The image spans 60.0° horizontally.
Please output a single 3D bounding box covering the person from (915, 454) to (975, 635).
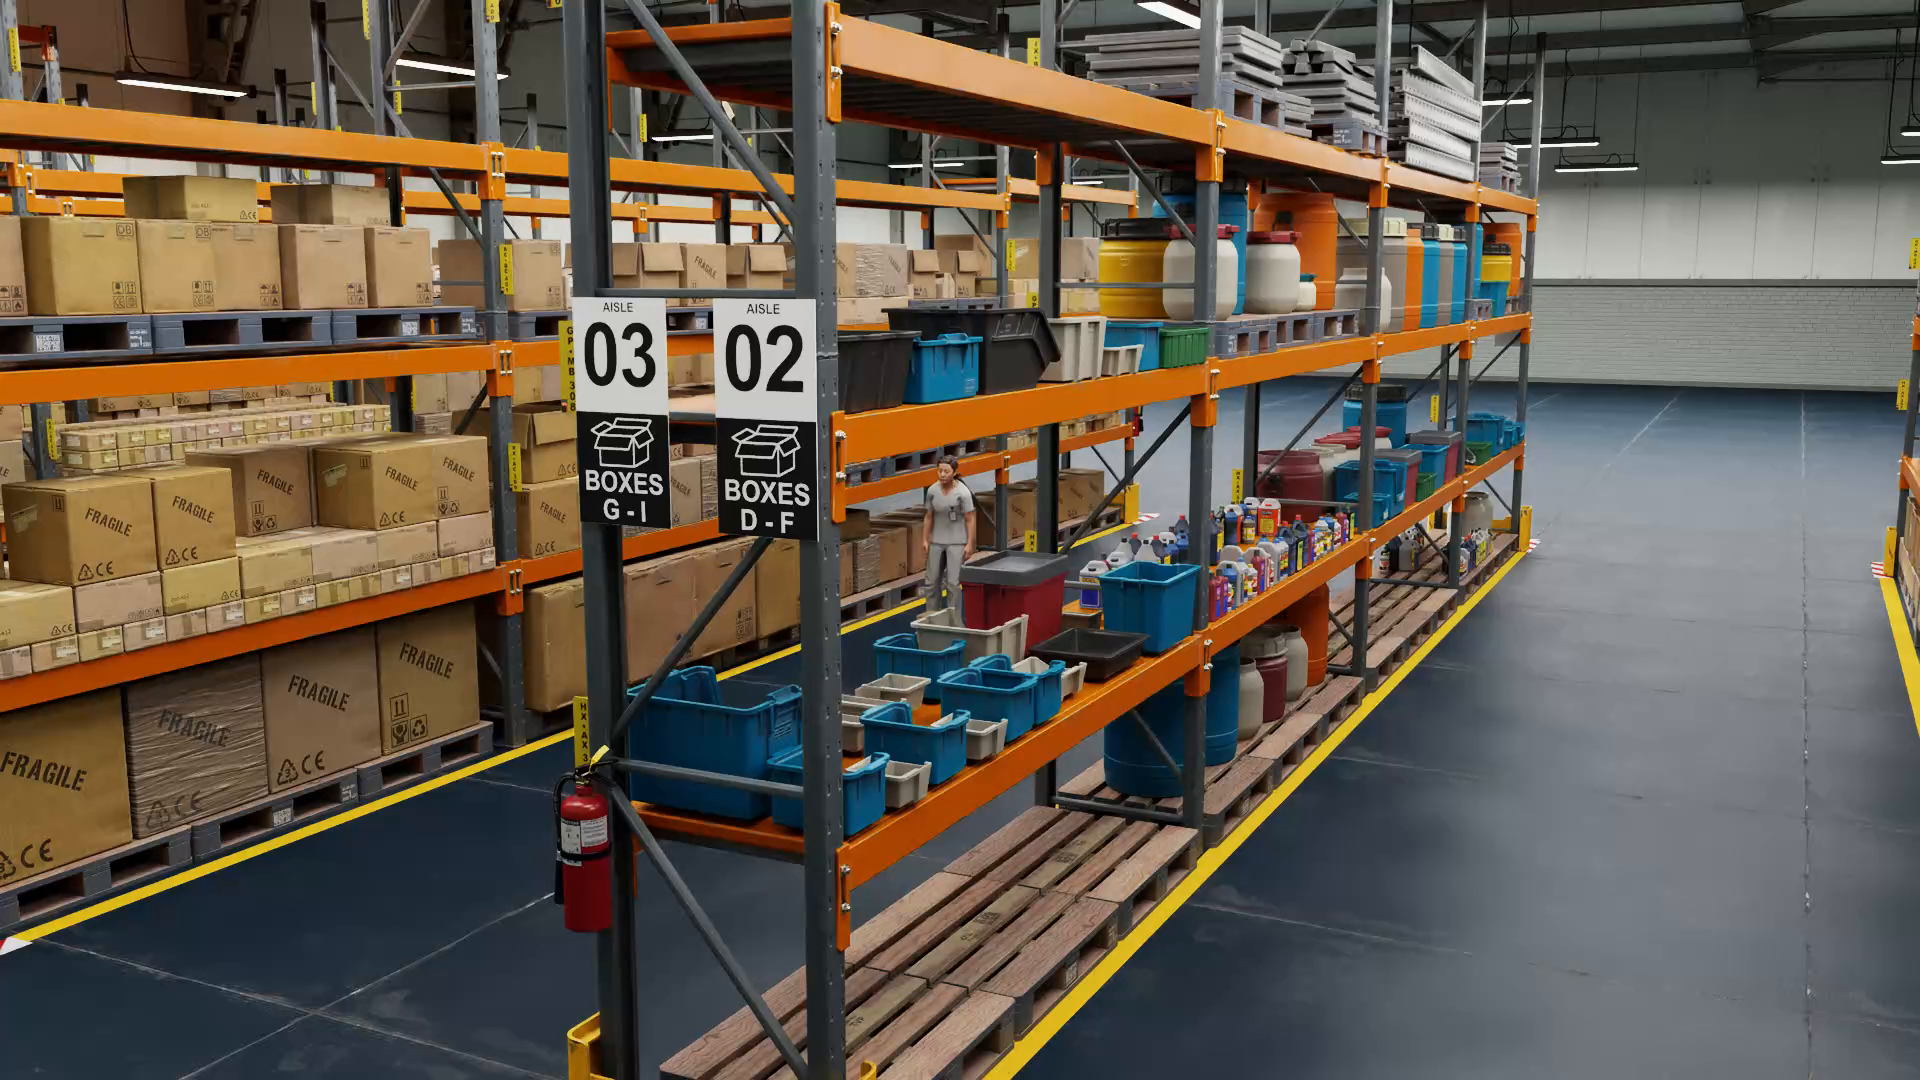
[{"bbox_3d":[-0.131,0.056,15.027,0.514,1.672,0.414,4,10,23],"label":"person"}]
